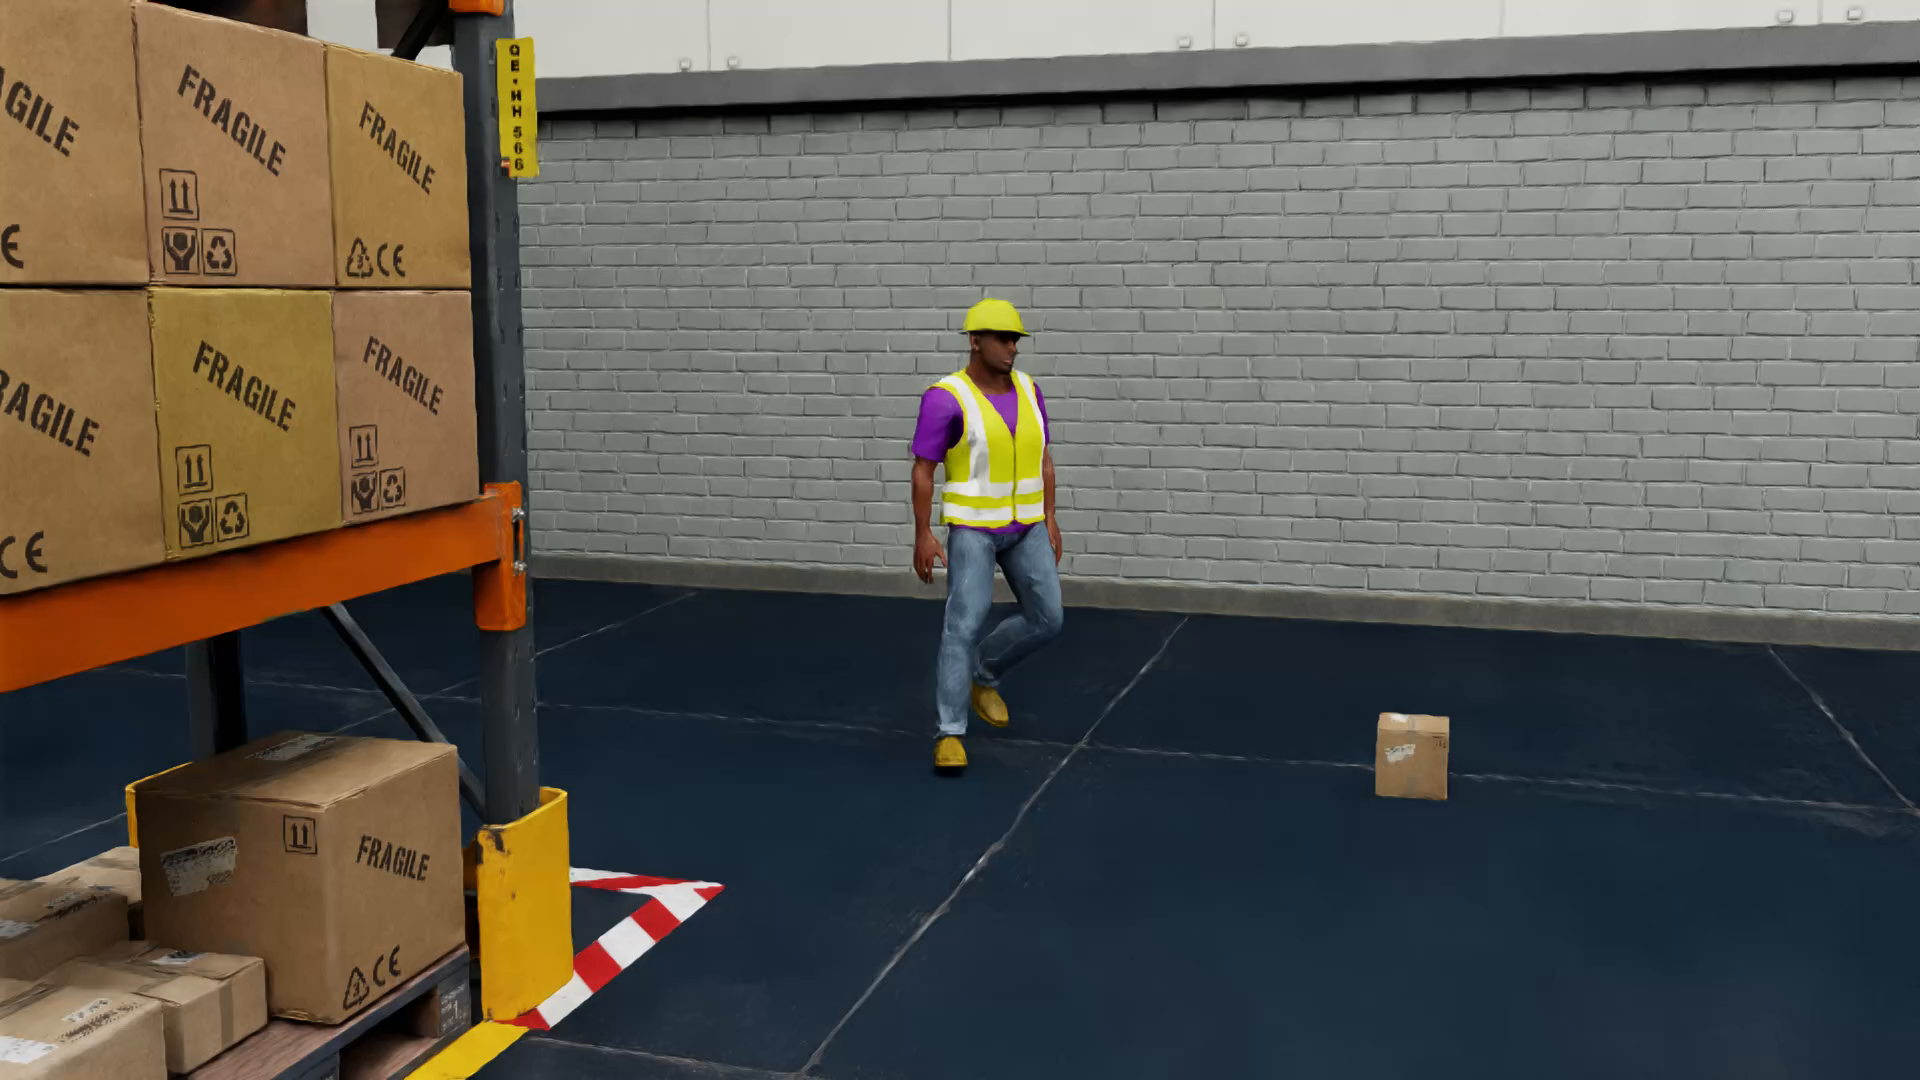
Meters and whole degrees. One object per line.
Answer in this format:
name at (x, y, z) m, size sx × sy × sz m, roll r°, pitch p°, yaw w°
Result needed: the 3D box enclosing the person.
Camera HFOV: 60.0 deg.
person at (0.083, -0.050, 6.471) m, size 0.644 × 1.764 × 0.548 m, roll -5°, pitch 10°, yaw -33°
